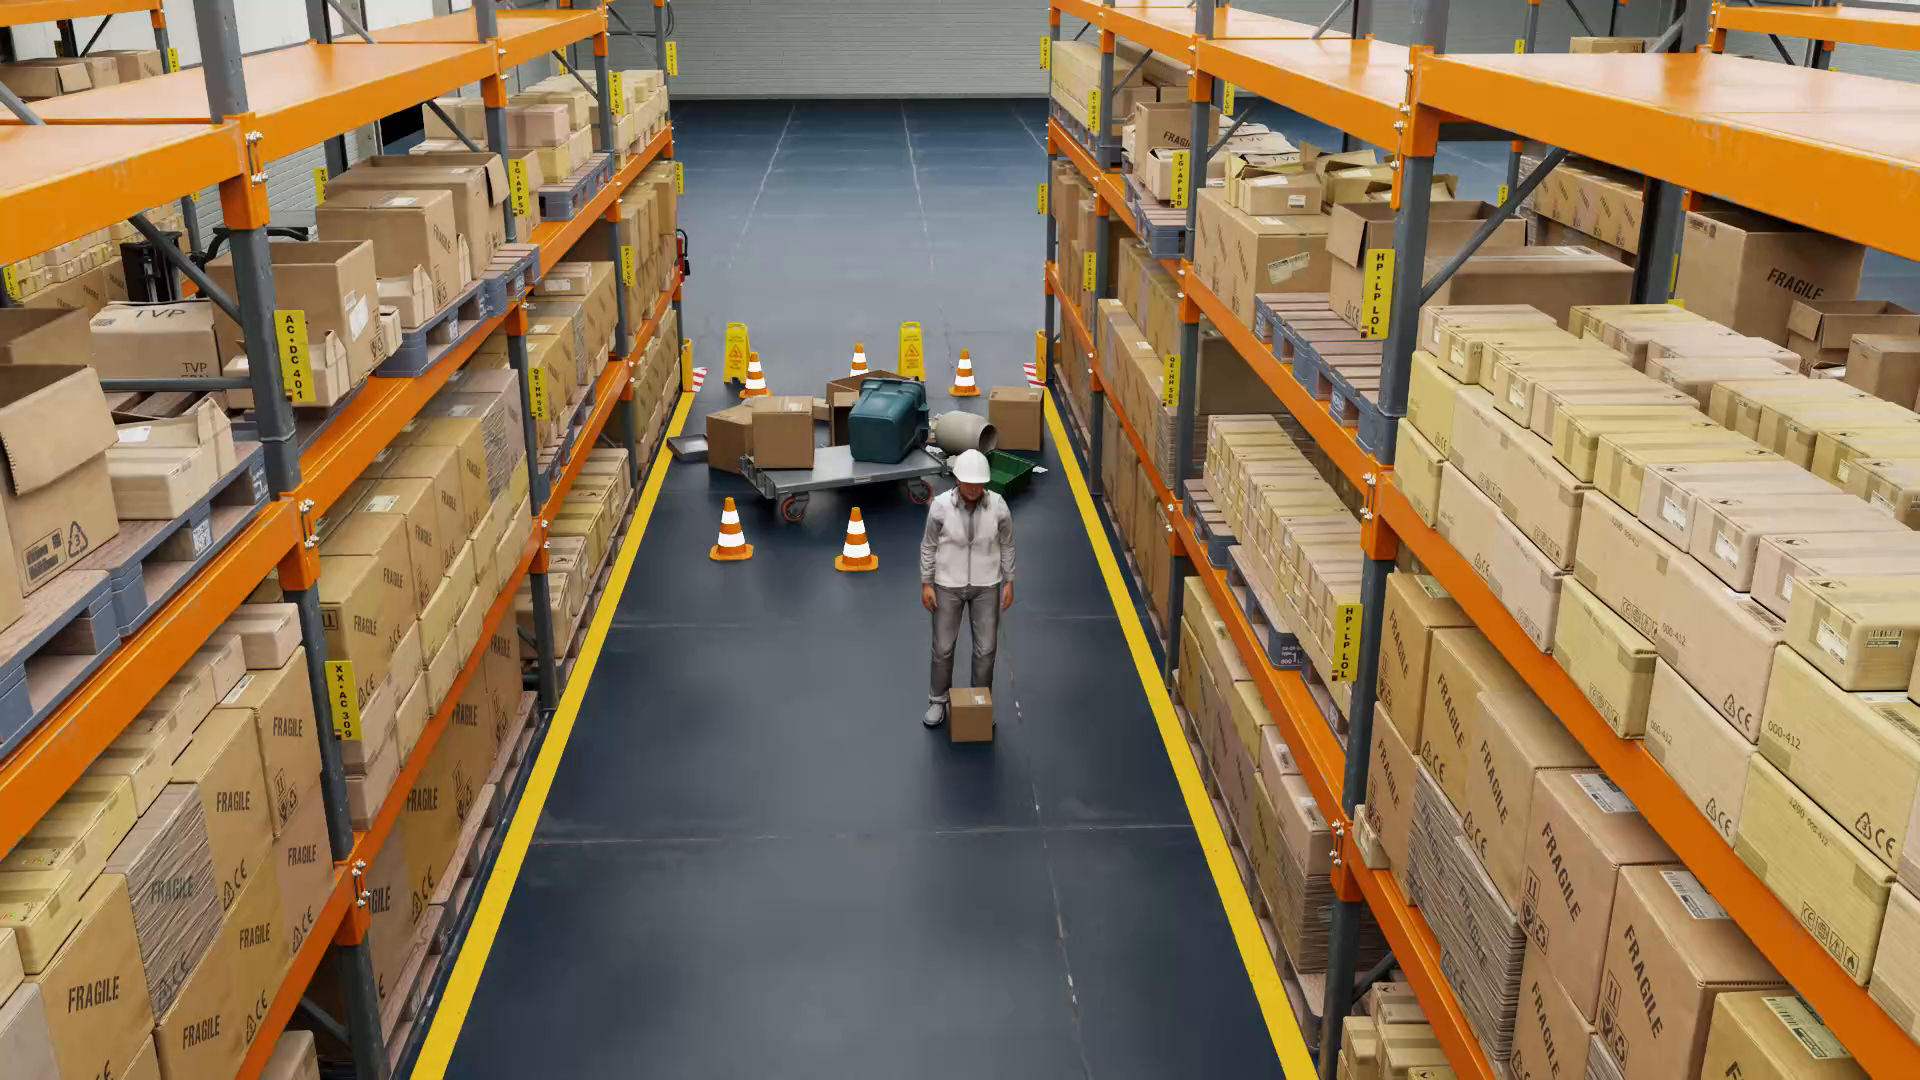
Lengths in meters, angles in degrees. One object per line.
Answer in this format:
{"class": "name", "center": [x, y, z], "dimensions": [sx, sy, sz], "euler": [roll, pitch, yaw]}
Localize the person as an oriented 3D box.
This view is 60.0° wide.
{"class": "person", "center": [0.049, 0.280, 10.278], "dimensions": [0.589, 1.772, 0.464], "euler": [-2, 20, -5]}
